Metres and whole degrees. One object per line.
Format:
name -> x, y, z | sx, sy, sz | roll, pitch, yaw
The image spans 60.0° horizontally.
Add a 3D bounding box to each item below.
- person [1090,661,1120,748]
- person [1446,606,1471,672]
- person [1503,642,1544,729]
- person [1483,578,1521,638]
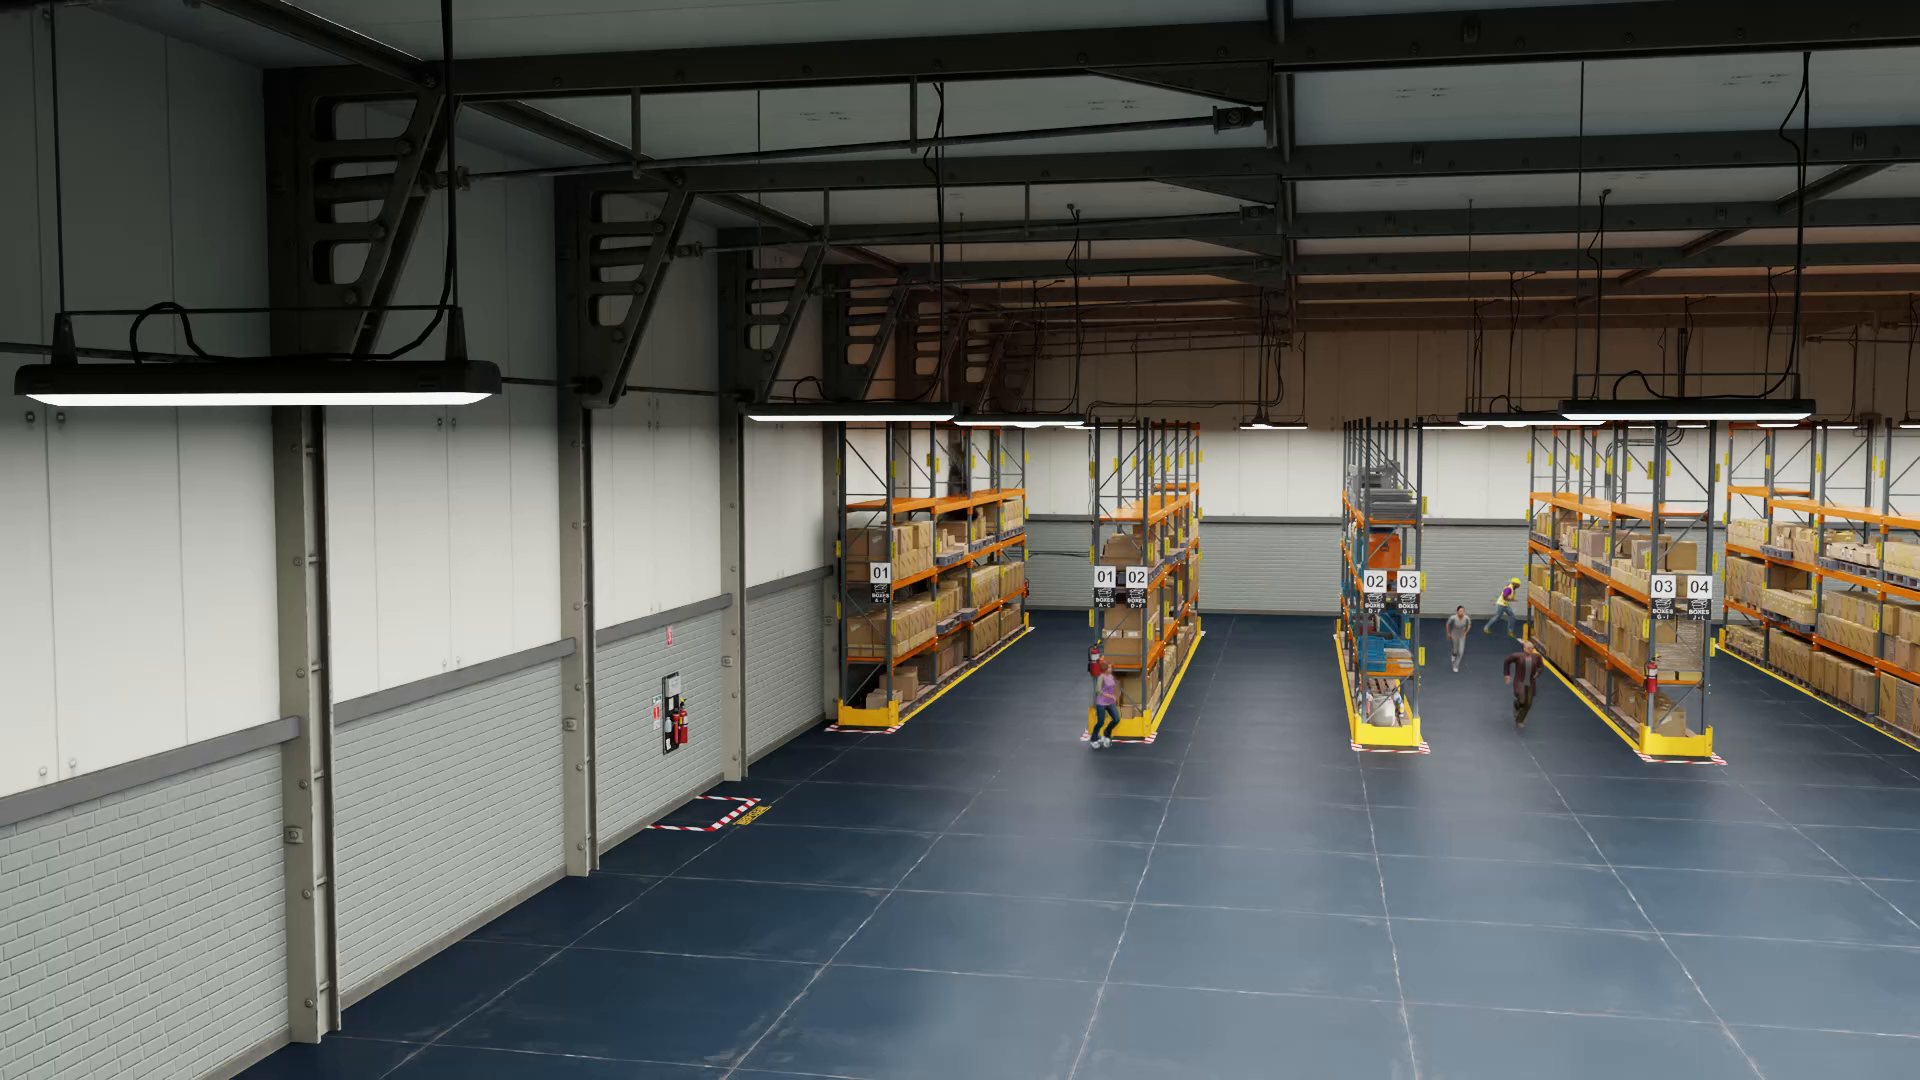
person -> 2.658, 2.975, 30.078 | 0.563, 1.573, 0.633 | -3, 5, -40
person -> 11.947, 2.357, 39.911 | 0.557, 1.605, 0.736 | 0, 4, 0
person -> 10.907, 2.799, 32.135 | 0.697, 1.706, 0.779 | 0, 4, -2
person -> 15.191, 1.897, 46.577 | 1.038, 1.716, 0.747 | 2, 4, 32
